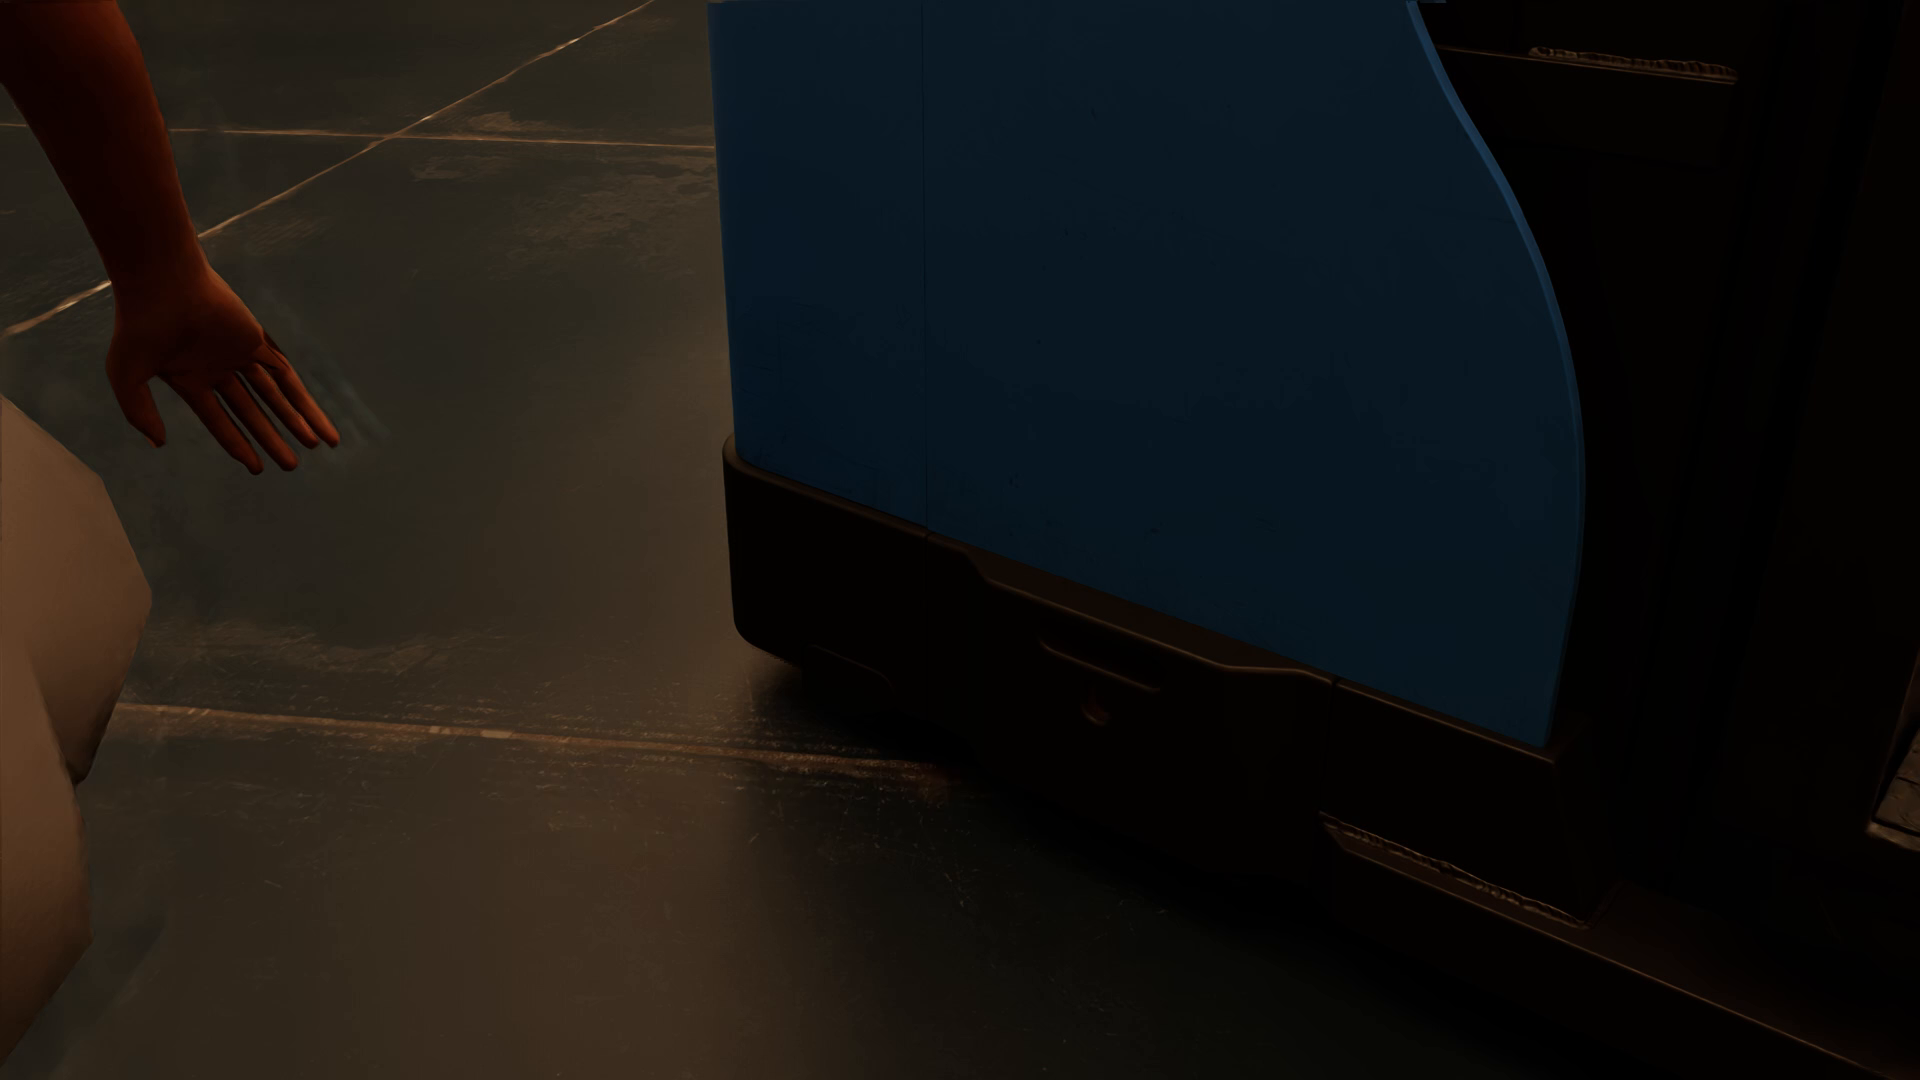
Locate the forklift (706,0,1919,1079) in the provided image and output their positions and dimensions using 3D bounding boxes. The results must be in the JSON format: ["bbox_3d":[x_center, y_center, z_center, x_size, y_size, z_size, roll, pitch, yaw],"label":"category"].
[{"bbox_3d":[1.177,-0.903,1.028,3.031,2.935,1.130,20,33,34],"label":"forklift"}]
